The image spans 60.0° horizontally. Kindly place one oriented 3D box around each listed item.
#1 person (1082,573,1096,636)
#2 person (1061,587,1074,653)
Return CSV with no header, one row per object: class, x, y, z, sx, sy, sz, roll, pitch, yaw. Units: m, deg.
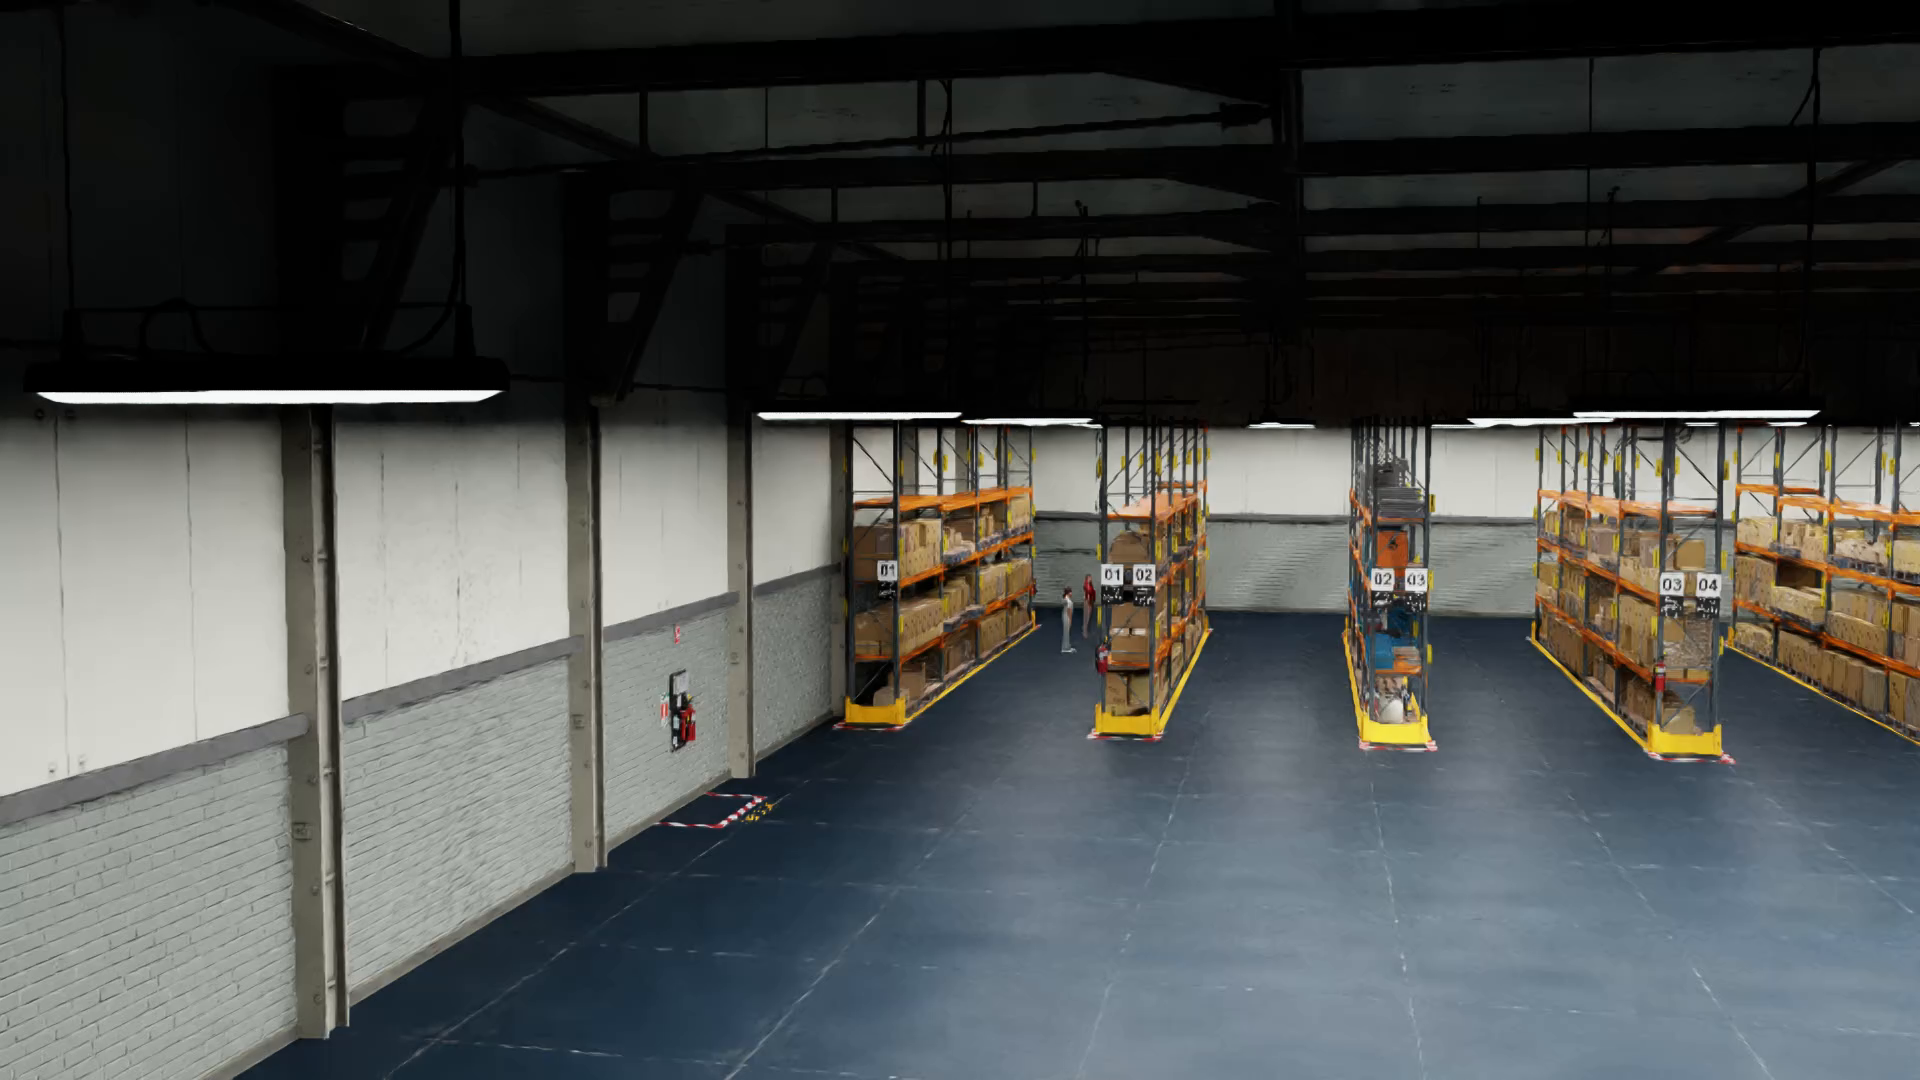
person,3.571,1.779,46.033,0.412,1.726,0.663,0,4,-3
person,2.784,2.029,42.558,0.439,1.662,0.541,-1,4,-16
